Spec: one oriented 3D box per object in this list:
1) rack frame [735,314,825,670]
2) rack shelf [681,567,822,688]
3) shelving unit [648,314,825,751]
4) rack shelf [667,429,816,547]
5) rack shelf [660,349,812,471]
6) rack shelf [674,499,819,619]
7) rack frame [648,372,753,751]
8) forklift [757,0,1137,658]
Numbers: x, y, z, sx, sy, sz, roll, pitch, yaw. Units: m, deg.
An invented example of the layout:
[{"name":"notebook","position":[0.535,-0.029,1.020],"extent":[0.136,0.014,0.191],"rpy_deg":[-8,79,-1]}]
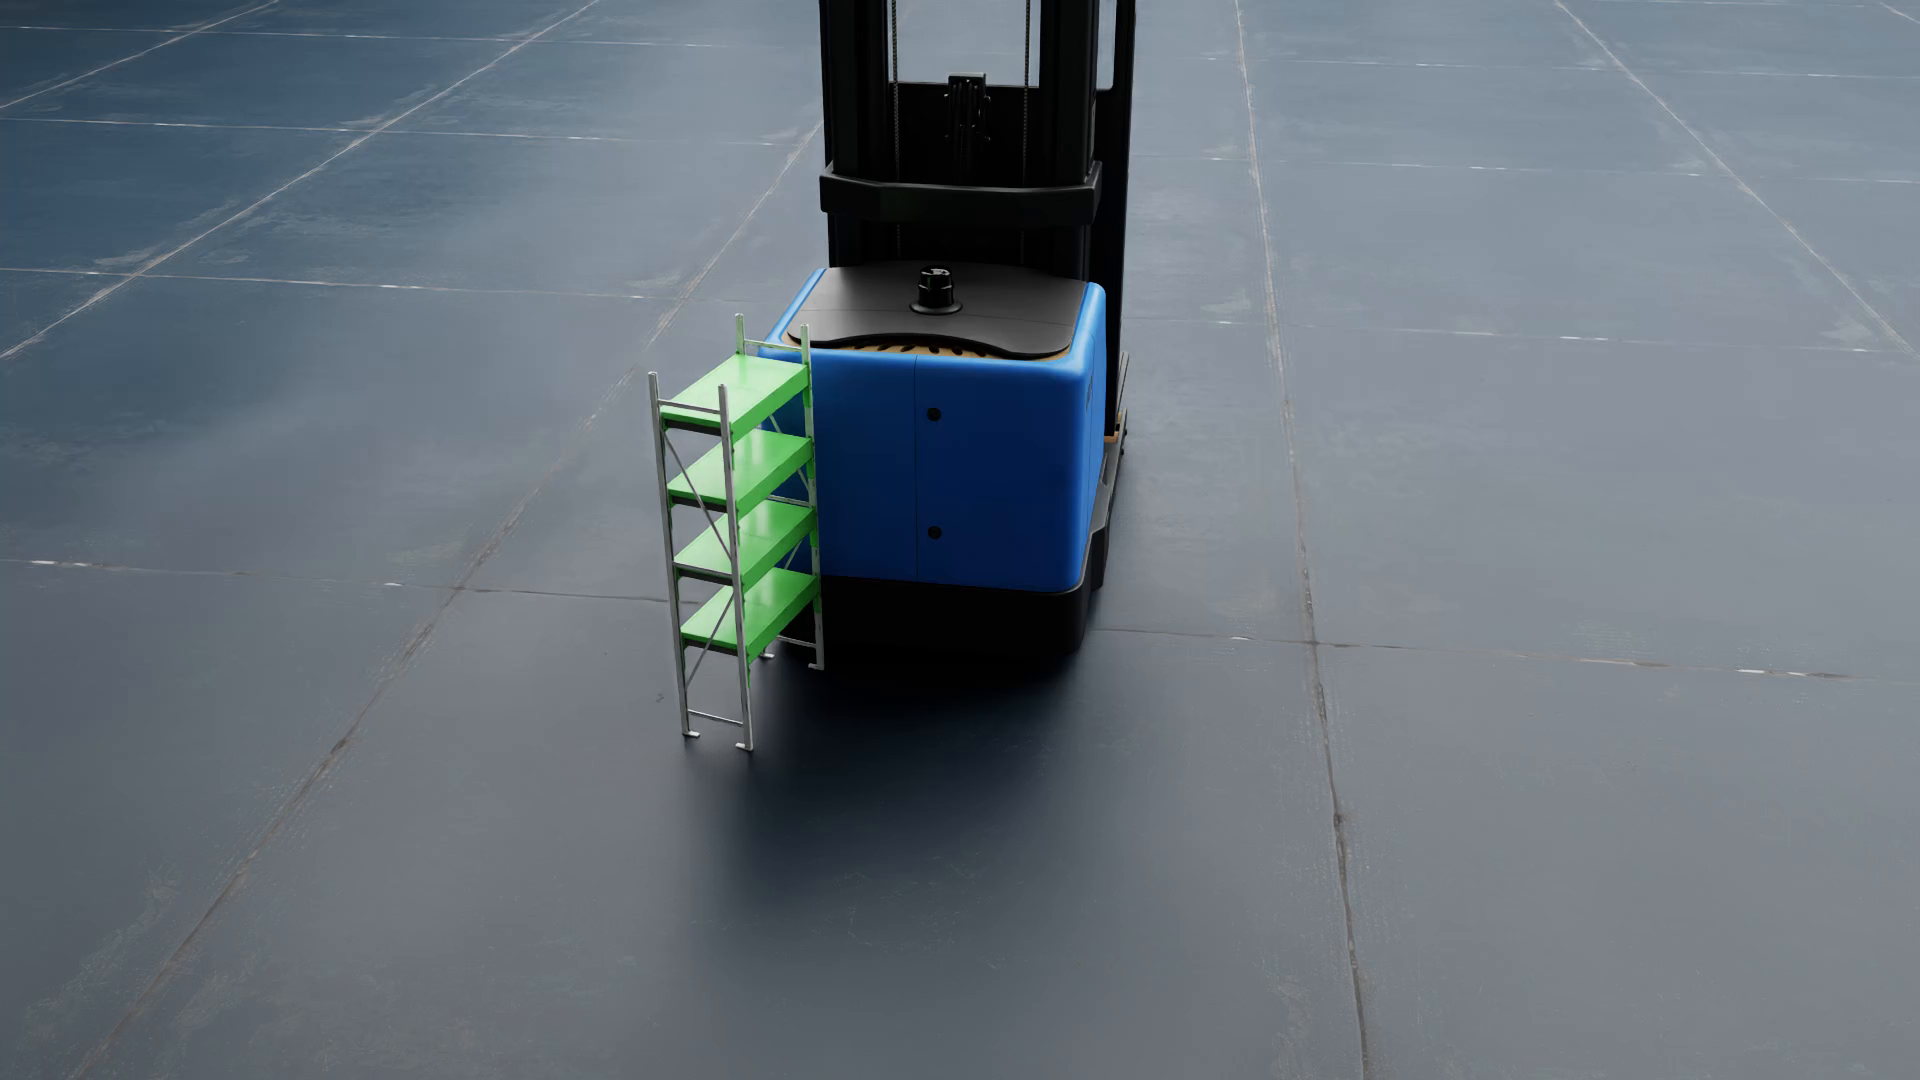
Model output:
[{"name":"rack frame","position":[-0.559,-0.125,5.217],"extent":[0.240,1.200,0.015],"rpy_deg":[11,30,20]},{"name":"rack shelf","position":[-0.651,0.250,5.162],"extent":[0.258,0.148,0.480],"rpy_deg":[11,30,20]},{"name":"shelving unit","position":[-0.651,-0.018,5.018],"extent":[0.258,1.200,0.503],"rpy_deg":[11,30,20]},{"name":"rack shelf","position":[-0.651,-0.173,4.935],"extent":[0.258,0.148,0.480],"rpy_deg":[11,30,20]},{"name":"rack shelf","position":[-0.651,-0.384,4.821],"extent":[0.258,0.148,0.480],"rpy_deg":[11,30,20]},{"name":"rack shelf","position":[-0.651,0.038,5.049],"extent":[0.258,0.148,0.480],"rpy_deg":[11,30,20]},{"name":"rack frame","position":[-0.744,0.089,4.820],"extent":[0.240,1.200,0.015],"rpy_deg":[11,30,20]},{"name":"forklift","position":[0.097,-1.583,6.099],"extent":[1.130,2.935,3.031],"rpy_deg":[4,29,8]}]
